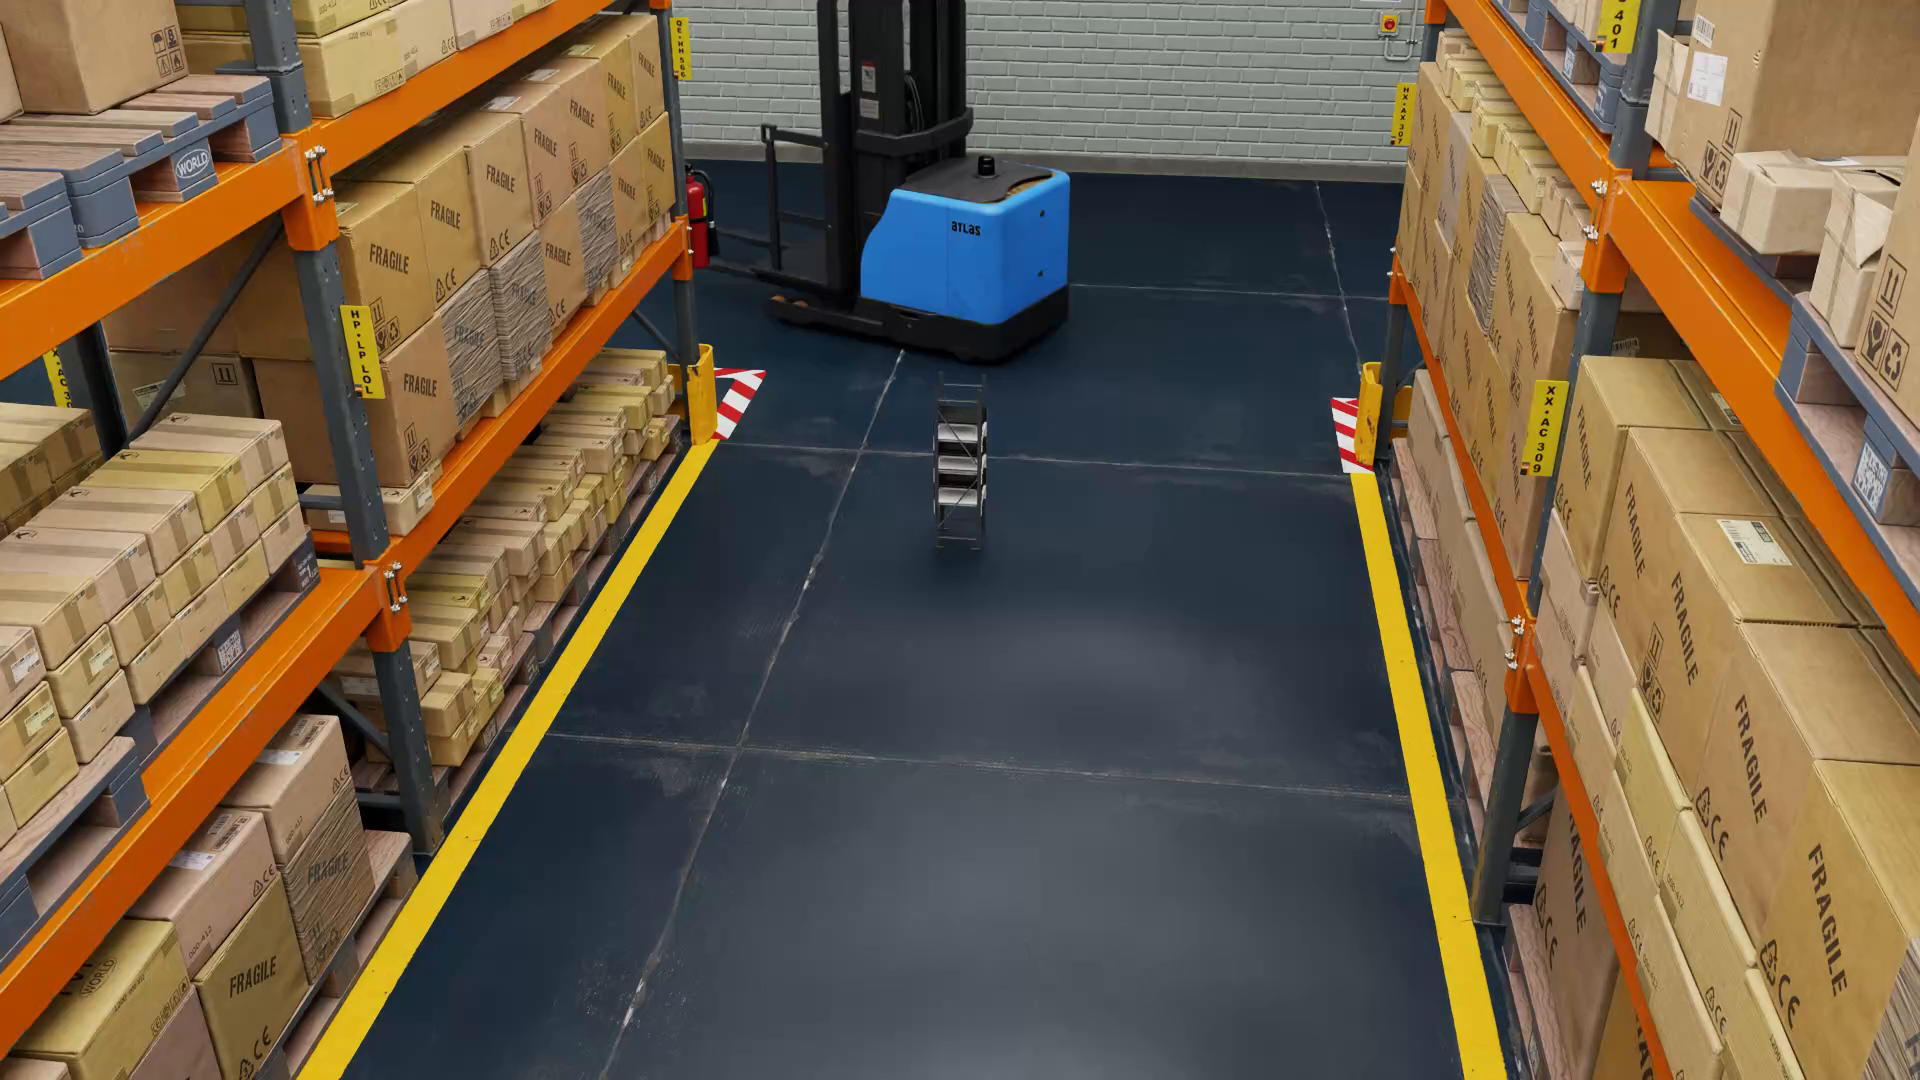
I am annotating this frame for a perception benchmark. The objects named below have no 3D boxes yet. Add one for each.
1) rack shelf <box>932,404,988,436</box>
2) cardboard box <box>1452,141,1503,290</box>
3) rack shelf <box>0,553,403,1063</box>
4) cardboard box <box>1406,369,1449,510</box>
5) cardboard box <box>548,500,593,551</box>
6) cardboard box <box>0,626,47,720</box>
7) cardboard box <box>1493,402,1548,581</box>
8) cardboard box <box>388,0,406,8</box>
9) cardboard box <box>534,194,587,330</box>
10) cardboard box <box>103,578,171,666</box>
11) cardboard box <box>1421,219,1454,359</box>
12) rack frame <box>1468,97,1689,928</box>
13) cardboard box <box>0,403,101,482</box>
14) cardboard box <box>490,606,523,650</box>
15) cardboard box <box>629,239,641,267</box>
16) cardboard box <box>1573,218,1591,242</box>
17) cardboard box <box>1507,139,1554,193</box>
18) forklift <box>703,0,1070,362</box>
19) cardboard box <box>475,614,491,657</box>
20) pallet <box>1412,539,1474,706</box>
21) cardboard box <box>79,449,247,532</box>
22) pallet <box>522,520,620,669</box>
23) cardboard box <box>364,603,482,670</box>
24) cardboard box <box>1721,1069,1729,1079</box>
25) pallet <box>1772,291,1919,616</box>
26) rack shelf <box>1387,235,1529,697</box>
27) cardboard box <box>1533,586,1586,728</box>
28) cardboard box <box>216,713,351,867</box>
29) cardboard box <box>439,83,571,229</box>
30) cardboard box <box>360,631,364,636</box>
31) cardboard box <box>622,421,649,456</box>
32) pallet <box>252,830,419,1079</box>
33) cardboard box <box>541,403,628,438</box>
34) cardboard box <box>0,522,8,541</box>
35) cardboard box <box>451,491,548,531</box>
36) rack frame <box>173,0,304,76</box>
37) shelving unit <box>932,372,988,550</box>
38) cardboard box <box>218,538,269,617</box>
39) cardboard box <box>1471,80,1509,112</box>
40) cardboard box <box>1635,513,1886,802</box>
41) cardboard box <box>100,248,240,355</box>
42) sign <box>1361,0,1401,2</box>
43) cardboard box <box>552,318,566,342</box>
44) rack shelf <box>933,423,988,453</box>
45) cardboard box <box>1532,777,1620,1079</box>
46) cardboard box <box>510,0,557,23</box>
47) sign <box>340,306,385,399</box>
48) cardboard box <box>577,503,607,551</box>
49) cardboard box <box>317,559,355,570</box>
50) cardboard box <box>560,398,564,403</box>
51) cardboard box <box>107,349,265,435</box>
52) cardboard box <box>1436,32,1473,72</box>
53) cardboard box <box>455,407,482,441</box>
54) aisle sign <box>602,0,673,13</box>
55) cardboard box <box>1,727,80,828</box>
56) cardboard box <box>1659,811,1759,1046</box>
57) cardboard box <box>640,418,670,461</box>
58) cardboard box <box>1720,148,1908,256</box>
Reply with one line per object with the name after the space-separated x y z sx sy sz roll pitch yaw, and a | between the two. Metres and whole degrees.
0.001 -0.608 8.431 0.258 0.077 0.200 3 28 6 | rack shelf
2.368 -1.339 6.913 0.500 0.500 0.500 3 29 6 | cardboard box
-2.779 1.116 4.275 1.077 0.370 4.000 3 28 6 | rack shelf
2.900 -0.526 8.822 0.875 0.438 0.875 2 28 4 | cardboard box
-1.993 -0.081 7.987 0.380 0.149 0.250 4 29 7 | cardboard box
-2.549 0.335 4.160 0.380 0.149 0.250 2 28 4 | cardboard box
2.195 -0.180 5.815 0.500 0.500 0.500 4 29 7 | cardboard box
-2.171 -2.064 5.887 0.500 0.250 0.500 3 28 6 | cardboard box
-2.035 -1.258 7.504 0.500 0.500 0.500 5 29 9 | cardboard box
-2.480 0.221 4.686 0.380 0.149 0.250 2 28 5 | cardboard box
2.423 -1.142 7.601 0.500 0.500 0.500 3 28 6 | cardboard box
2.392 0.098 5.406 1.000 3.000 0.127 3 28 6 | rack frame
-3.038 -0.320 5.376 0.380 0.149 0.250 5 29 9 | cardboard box
-2.177 0.407 7.394 0.380 0.149 0.250 3 28 5 | cardboard box
-1.886 -1.511 8.657 0.380 0.149 0.250 3 28 6 | cardboard box
2.254 -0.953 5.514 0.380 0.149 0.250 4 29 7 | cardboard box
2.333 -1.434 6.405 0.380 0.149 0.250 3 28 5 | cardboard box
-0.772 -2.968 11.169 3.031 2.935 1.130 17 33 28 | forklift
-2.235 0.404 7.088 0.380 0.149 0.250 3 28 6 | cardboard box
2.709 0.396 7.792 1.003 0.211 1.213 3 28 6 | pallet
-2.421 -0.152 5.064 0.380 0.149 0.250 3 28 5 | cardboard box
-2.339 0.191 8.173 1.003 0.211 1.213 3 28 6 | pallet
-2.193 0.390 6.800 0.380 0.149 0.250 5 29 9 | cardboard box
1.830 1.316 3.303 0.500 0.250 0.500 3 28 6 | cardboard box
2.062 -0.090 2.790 1.003 0.211 1.213 5 29 9 | pallet
2.637 -0.527 7.324 1.077 0.370 4.000 3 28 6 | rack shelf
2.076 0.355 5.086 0.500 0.250 0.500 3 28 5 | cardboard box
-2.374 0.808 5.489 0.500 0.250 0.500 3 28 5 | cardboard box
-2.031 -1.678 7.228 0.500 0.500 0.500 2 28 4 | cardboard box
-2.774 0.375 7.141 0.380 0.149 0.250 2 28 4 | cardboard box
-1.887 -0.576 8.907 0.380 0.149 0.250 2 28 4 | cardboard box
-2.627 1.452 5.833 1.003 0.211 1.213 3 28 6 | pallet
-1.945 -0.591 8.620 0.380 0.149 0.250 2 28 4 | cardboard box
-3.099 0.055 4.994 0.380 0.149 0.250 4 29 7 | cardboard box
-2.138 -0.105 7.717 0.380 0.149 0.250 2 28 4 | cardboard box
-2.534 -2.784 4.429 1.000 3.000 0.127 3 28 6 | rack frame
0.001 -0.400 8.544 0.258 0.900 0.210 3 28 6 | shelving unit
-2.417 0.104 5.216 0.380 0.149 0.250 4 29 6 | cardboard box
2.462 -1.909 7.288 0.380 0.149 0.250 4 29 7 | cardboard box
1.954 0.281 3.906 0.500 0.500 0.500 3 28 5 | cardboard box
-2.744 -0.995 5.960 0.500 0.500 0.500 2 28 4 | cardboard box
3.509 -4.591 13.825 0.327 0.218 0.001 3 28 6 | sign
-2.064 -1.018 7.741 0.380 0.149 0.250 4 29 7 | cardboard box
0.001 -0.529 8.474 0.258 0.077 0.200 3 28 6 | rack shelf
2.395 1.145 5.260 0.875 0.875 0.875 4 29 8 | cardboard box
-2.012 -2.326 6.900 0.500 0.250 0.500 5 29 8 | cardboard box
-1.982 -0.622 5.520 0.100 0.325 0.005 3 28 6 | sign
-1.990 -0.081 8.300 0.380 0.149 0.250 4 29 7 | cardboard box
-2.624 0.125 7.290 0.380 0.149 0.250 4 29 8 | cardboard box
-2.362 -0.854 9.423 0.380 0.149 0.250 5 29 8 | cardboard box
-2.755 -0.562 6.211 0.500 0.500 0.500 3 28 6 | cardboard box
2.563 -2.404 8.206 0.380 0.149 0.250 4 29 7 | cardboard box
-2.197 -0.528 6.833 0.380 0.149 0.250 2 28 4 | cardboard box
-1.737 -3.187 8.762 0.394 0.787 0.004 3 28 6 | aisle sign
-2.542 0.595 4.305 0.380 0.149 0.250 5 29 8 | cardboard box
1.874 0.856 3.630 0.500 0.250 0.500 3 28 5 | cardboard box
-1.832 -0.568 9.205 0.380 0.149 0.250 4 29 8 | cardboard box
1.889 -0.730 3.583 0.380 0.166 0.250 1 28 3 | cardboard box
